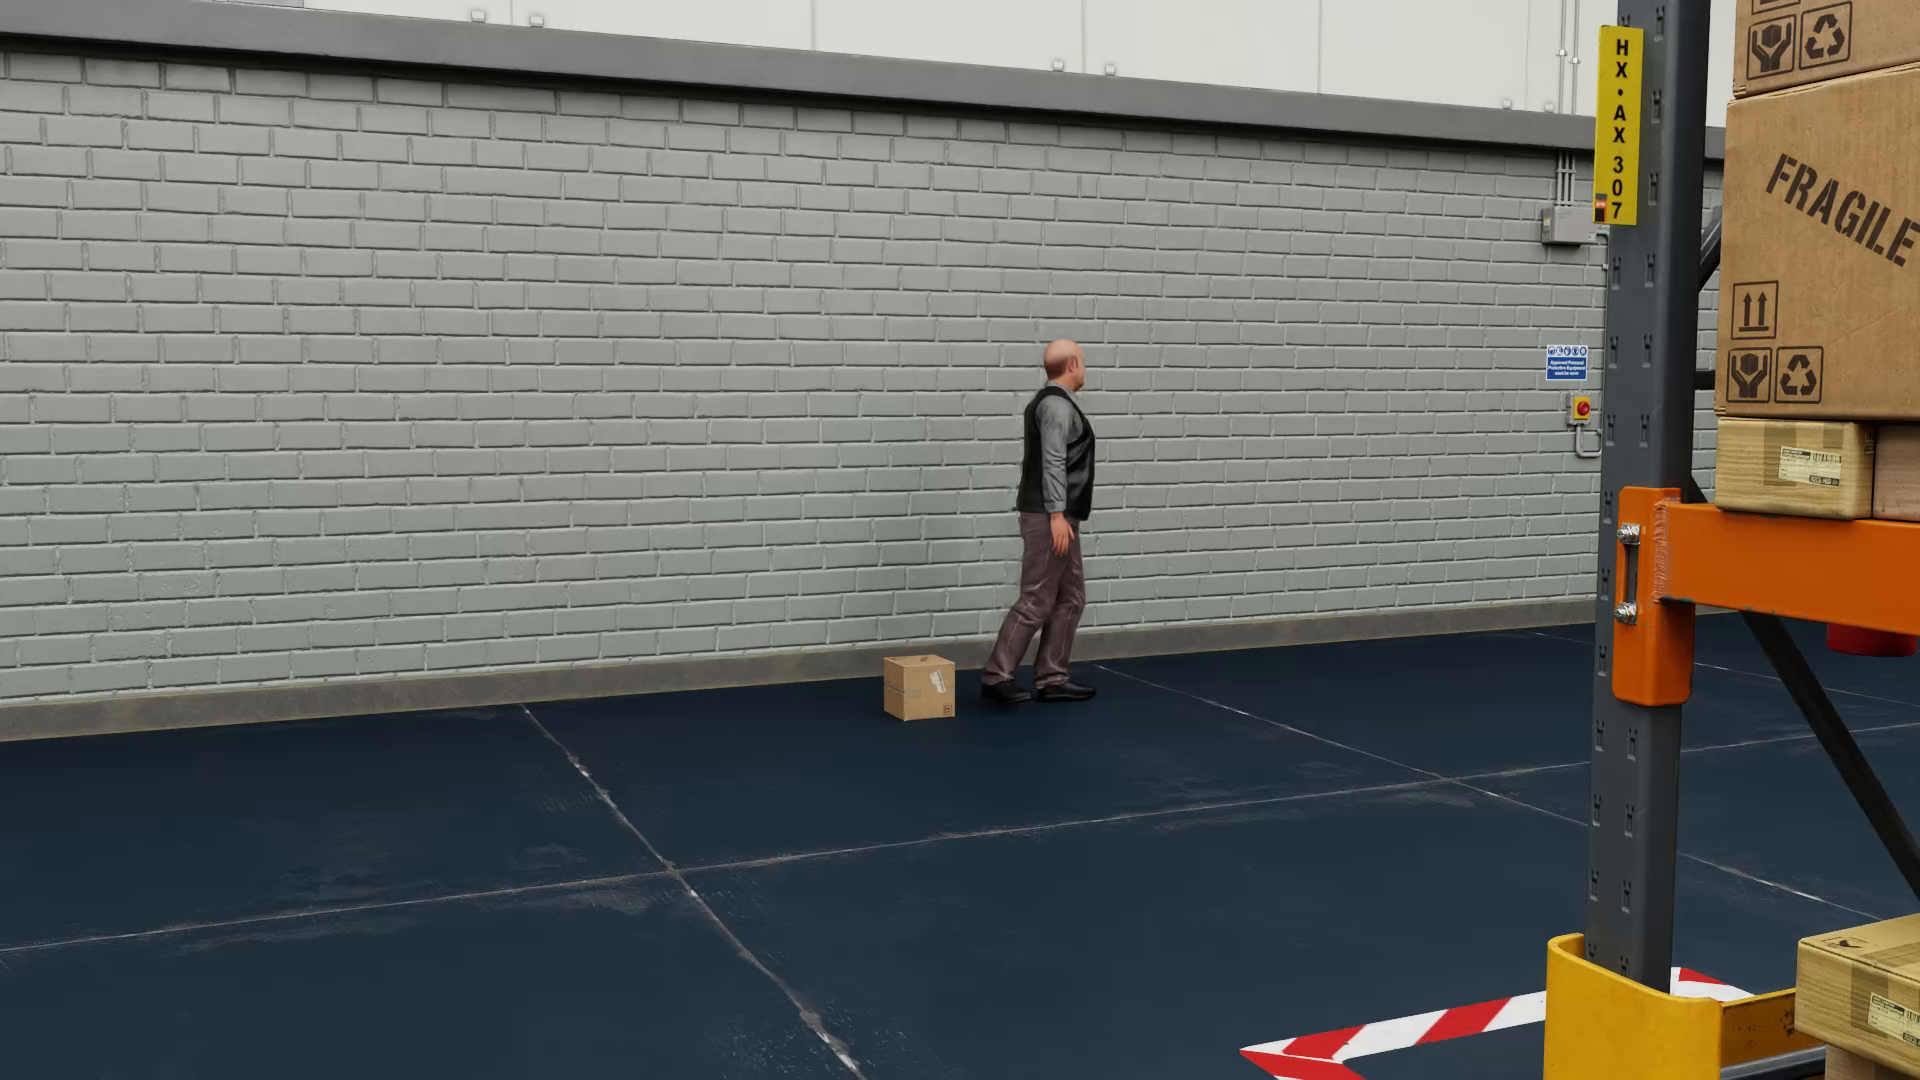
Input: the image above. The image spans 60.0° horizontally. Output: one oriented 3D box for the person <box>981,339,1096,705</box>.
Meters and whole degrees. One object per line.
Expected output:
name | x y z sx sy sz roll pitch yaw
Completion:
person | 0.375 -0.086 7.812 0.560 1.708 0.567 0 5 -1
